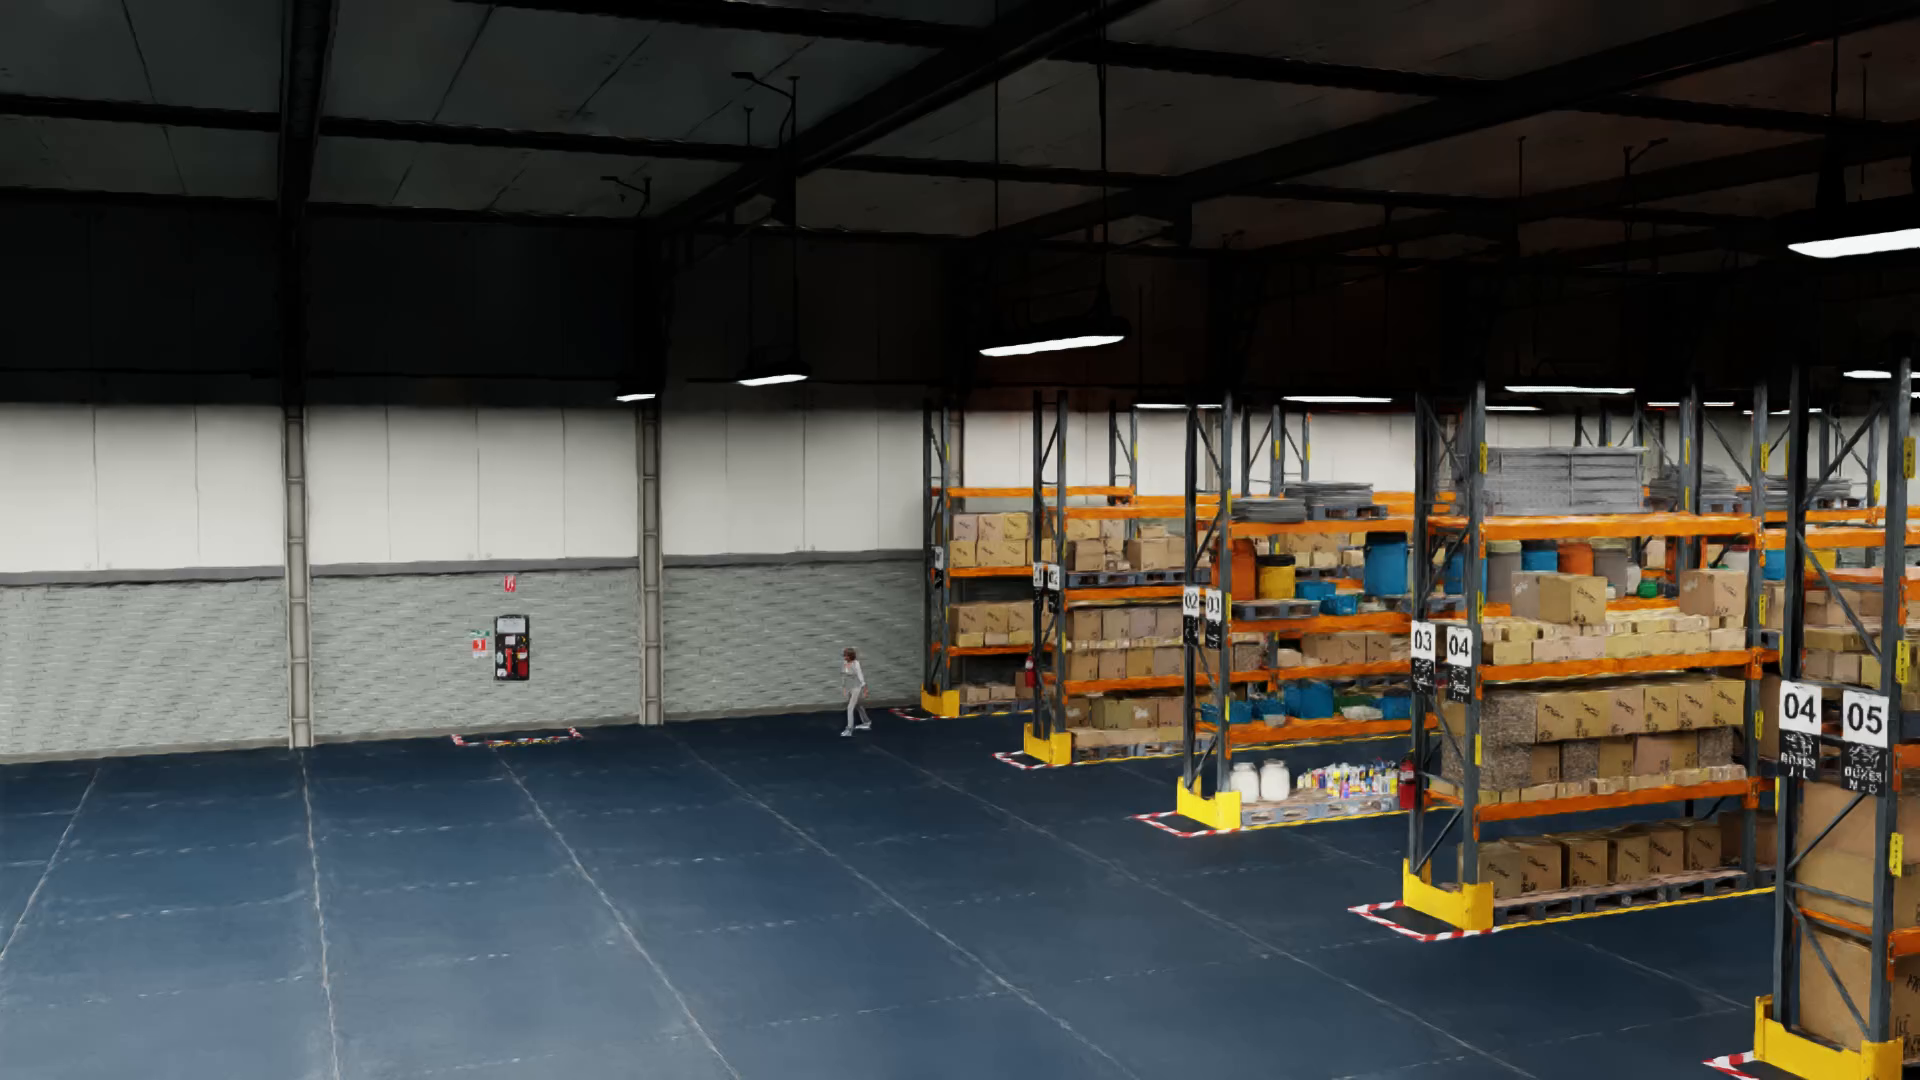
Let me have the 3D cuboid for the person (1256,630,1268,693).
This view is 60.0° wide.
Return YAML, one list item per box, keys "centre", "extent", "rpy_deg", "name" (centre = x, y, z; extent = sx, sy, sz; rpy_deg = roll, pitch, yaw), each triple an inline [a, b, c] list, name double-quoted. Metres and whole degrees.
- centre: [5.772, 2.422, 31.108]
  extent: [0.442, 1.792, 0.606]
  rpy_deg: [3, 4, 37]
  name: "person"

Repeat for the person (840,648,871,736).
- centre: [-1.886, 2.659, 29.445]
  extent: [0.453, 1.538, 0.880]
  rpy_deg: [3, 5, 44]
  name: "person"
